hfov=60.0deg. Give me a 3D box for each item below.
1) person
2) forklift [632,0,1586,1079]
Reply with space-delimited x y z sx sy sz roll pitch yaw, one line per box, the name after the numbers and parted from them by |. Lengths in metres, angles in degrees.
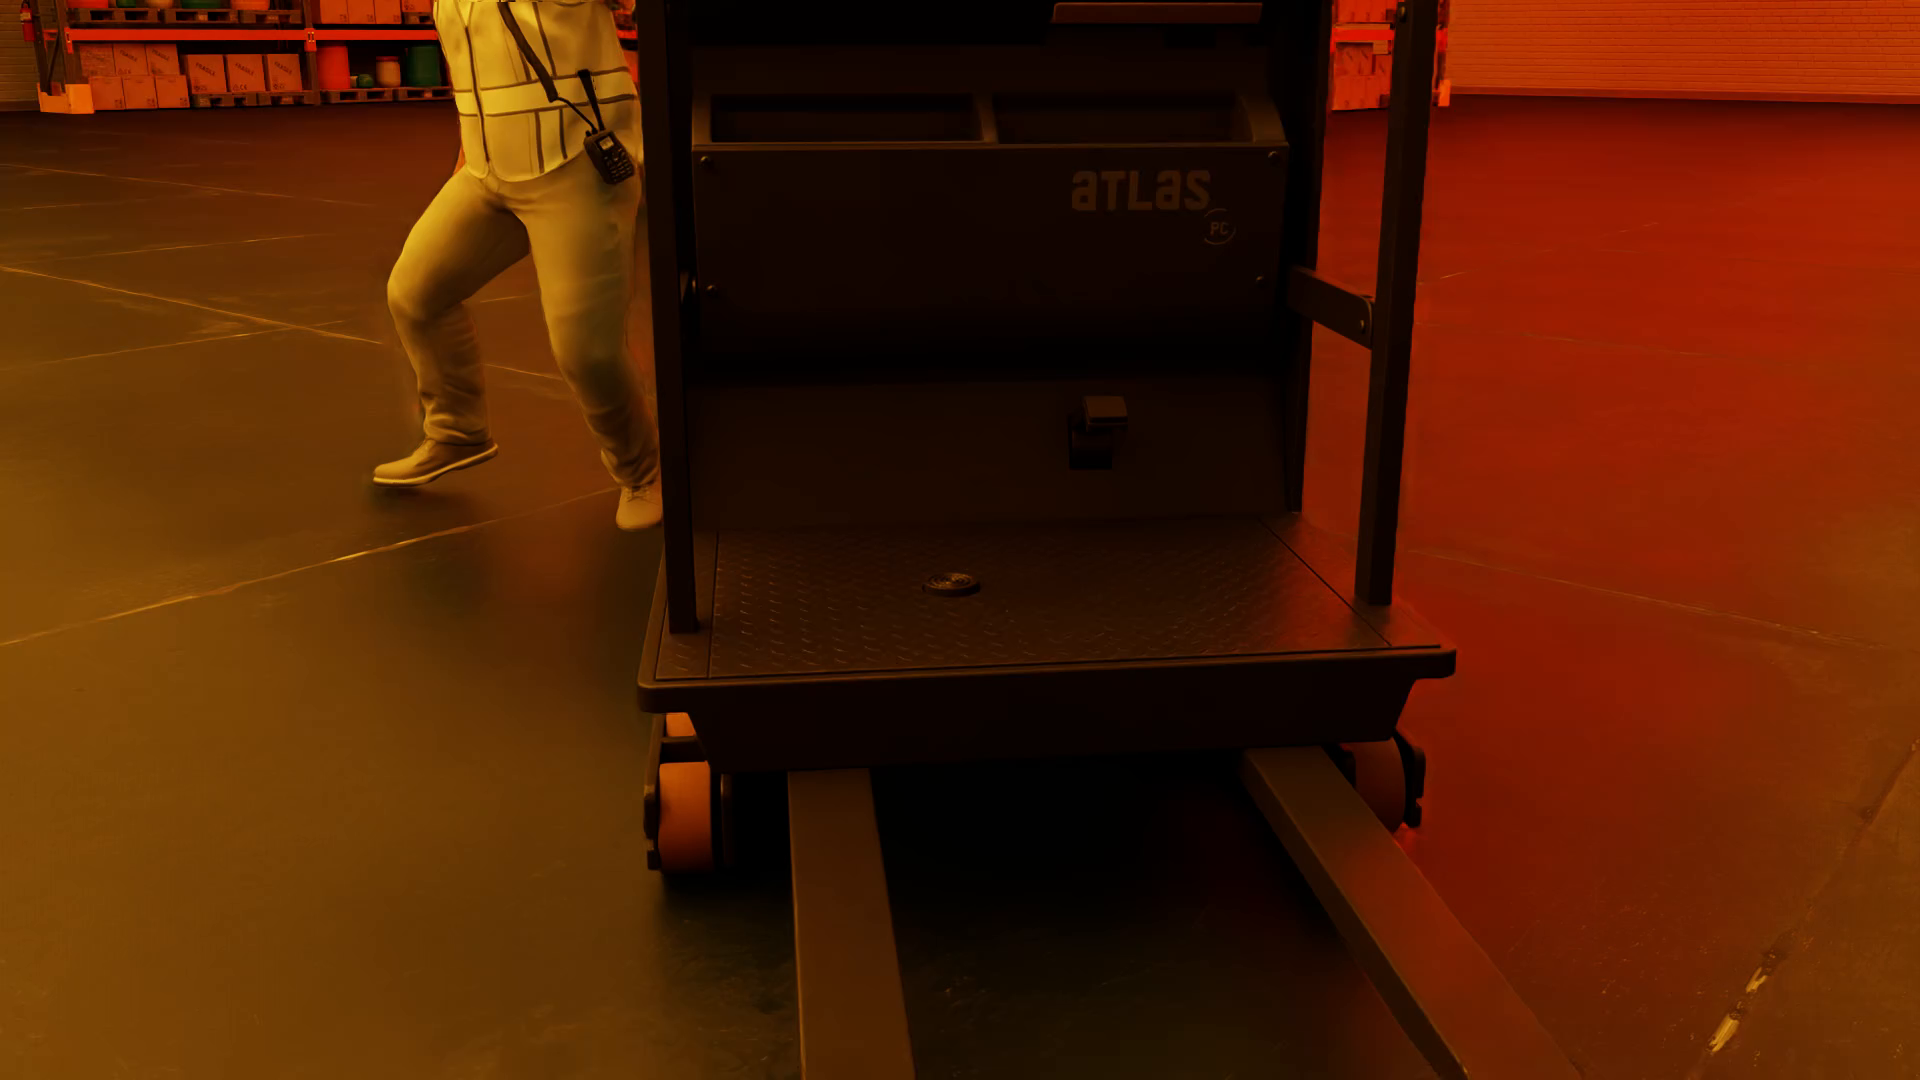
-0.997 -0.846 3.903 1.123 1.692 0.529 12 21 34 | person
0.075 -1.030 2.289 1.130 2.935 3.031 -2 17 -6 | forklift
